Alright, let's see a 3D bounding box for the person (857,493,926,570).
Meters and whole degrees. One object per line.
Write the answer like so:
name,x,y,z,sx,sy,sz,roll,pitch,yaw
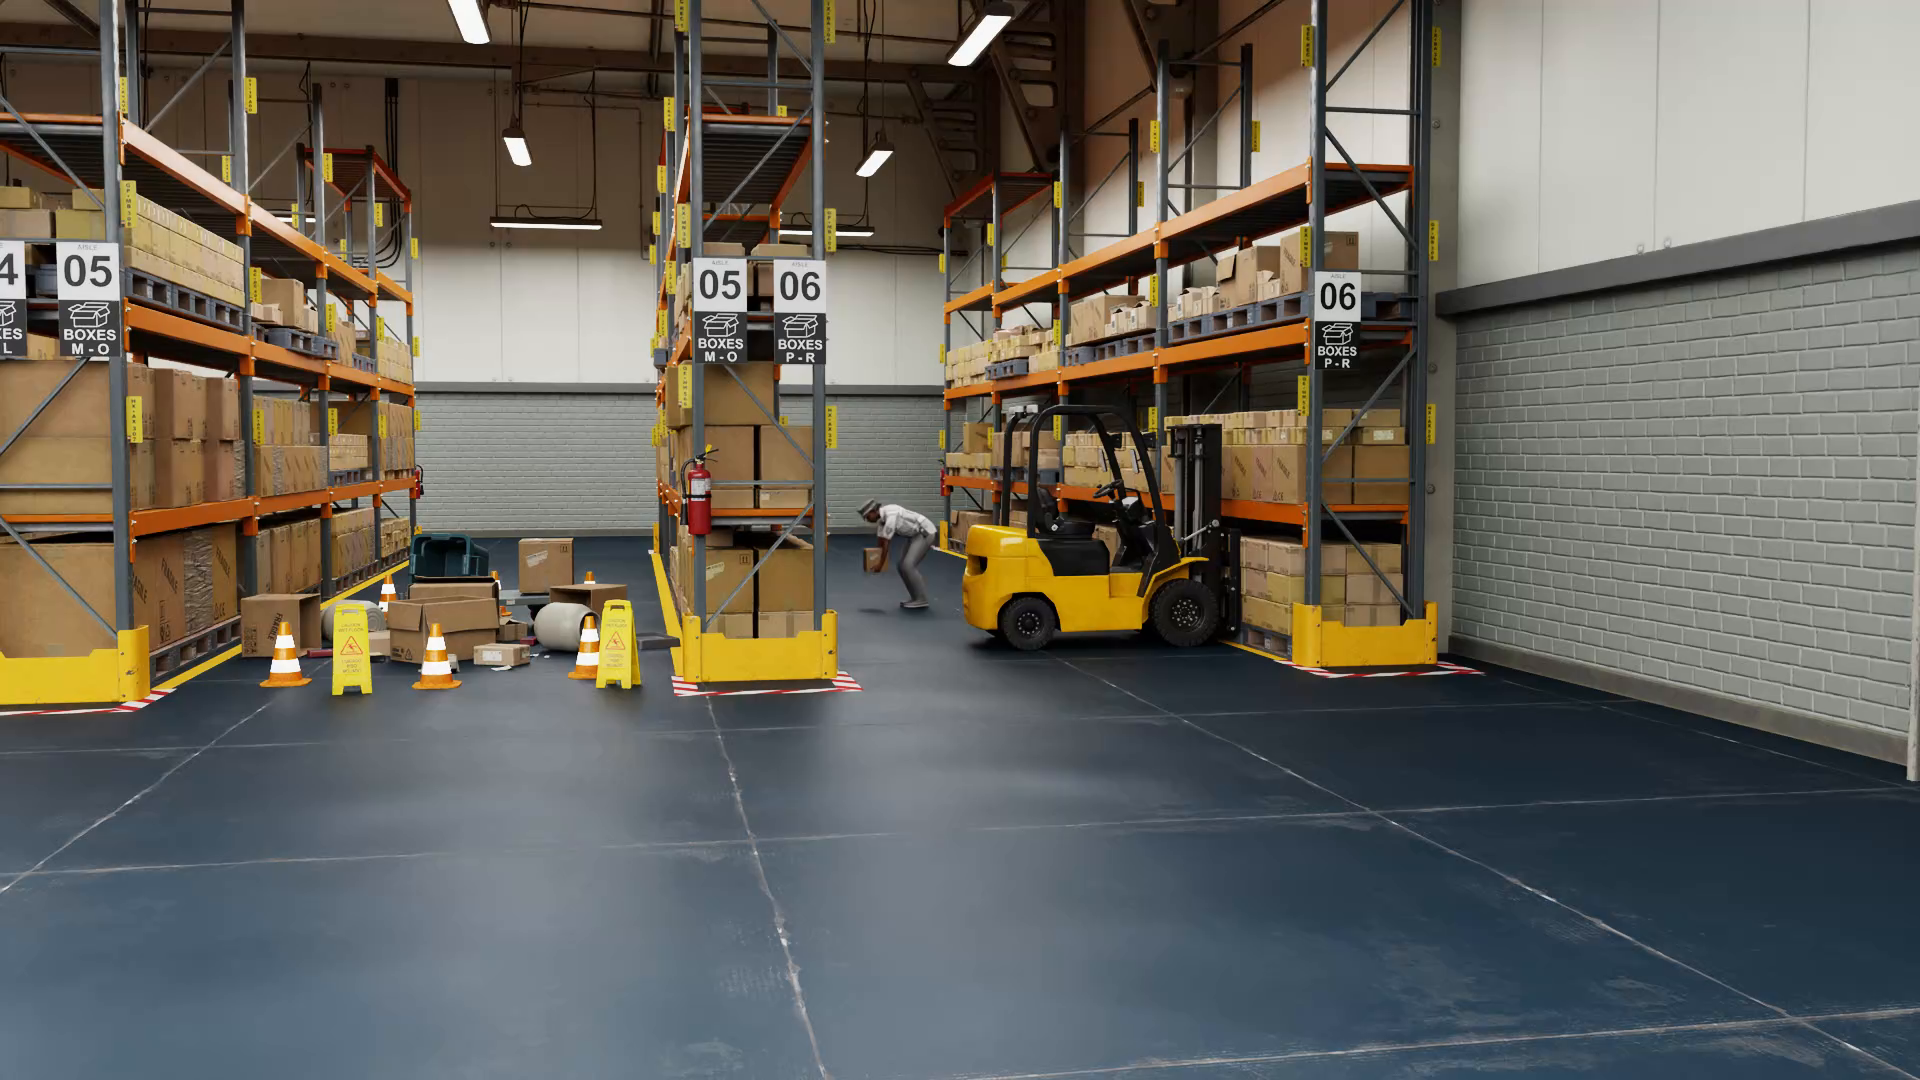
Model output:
person,-0.766,-0.102,18.524,0.777,0.846,0.379,-1,3,-13
